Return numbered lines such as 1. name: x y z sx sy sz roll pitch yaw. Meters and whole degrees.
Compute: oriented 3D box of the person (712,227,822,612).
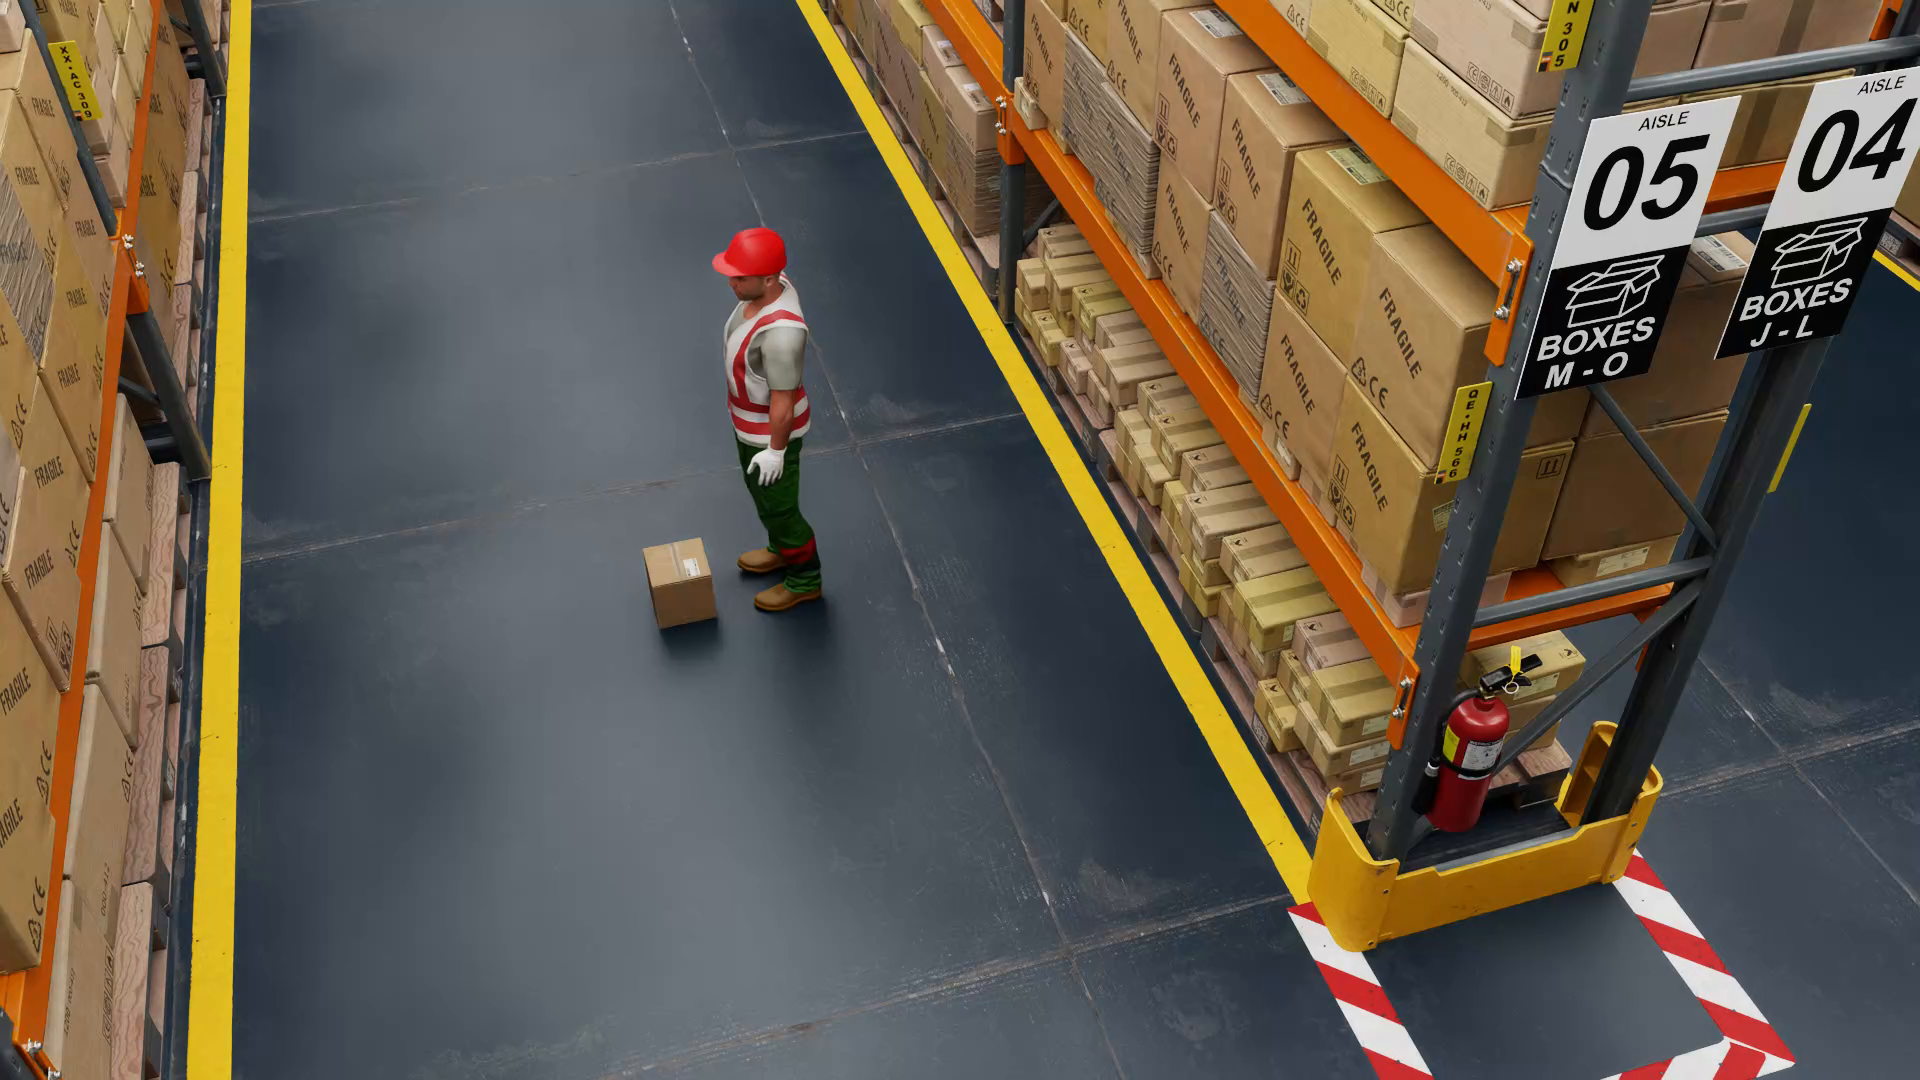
1. person: -0.768 -0.468 6.670 0.356 1.785 0.526 -11 43 -12
